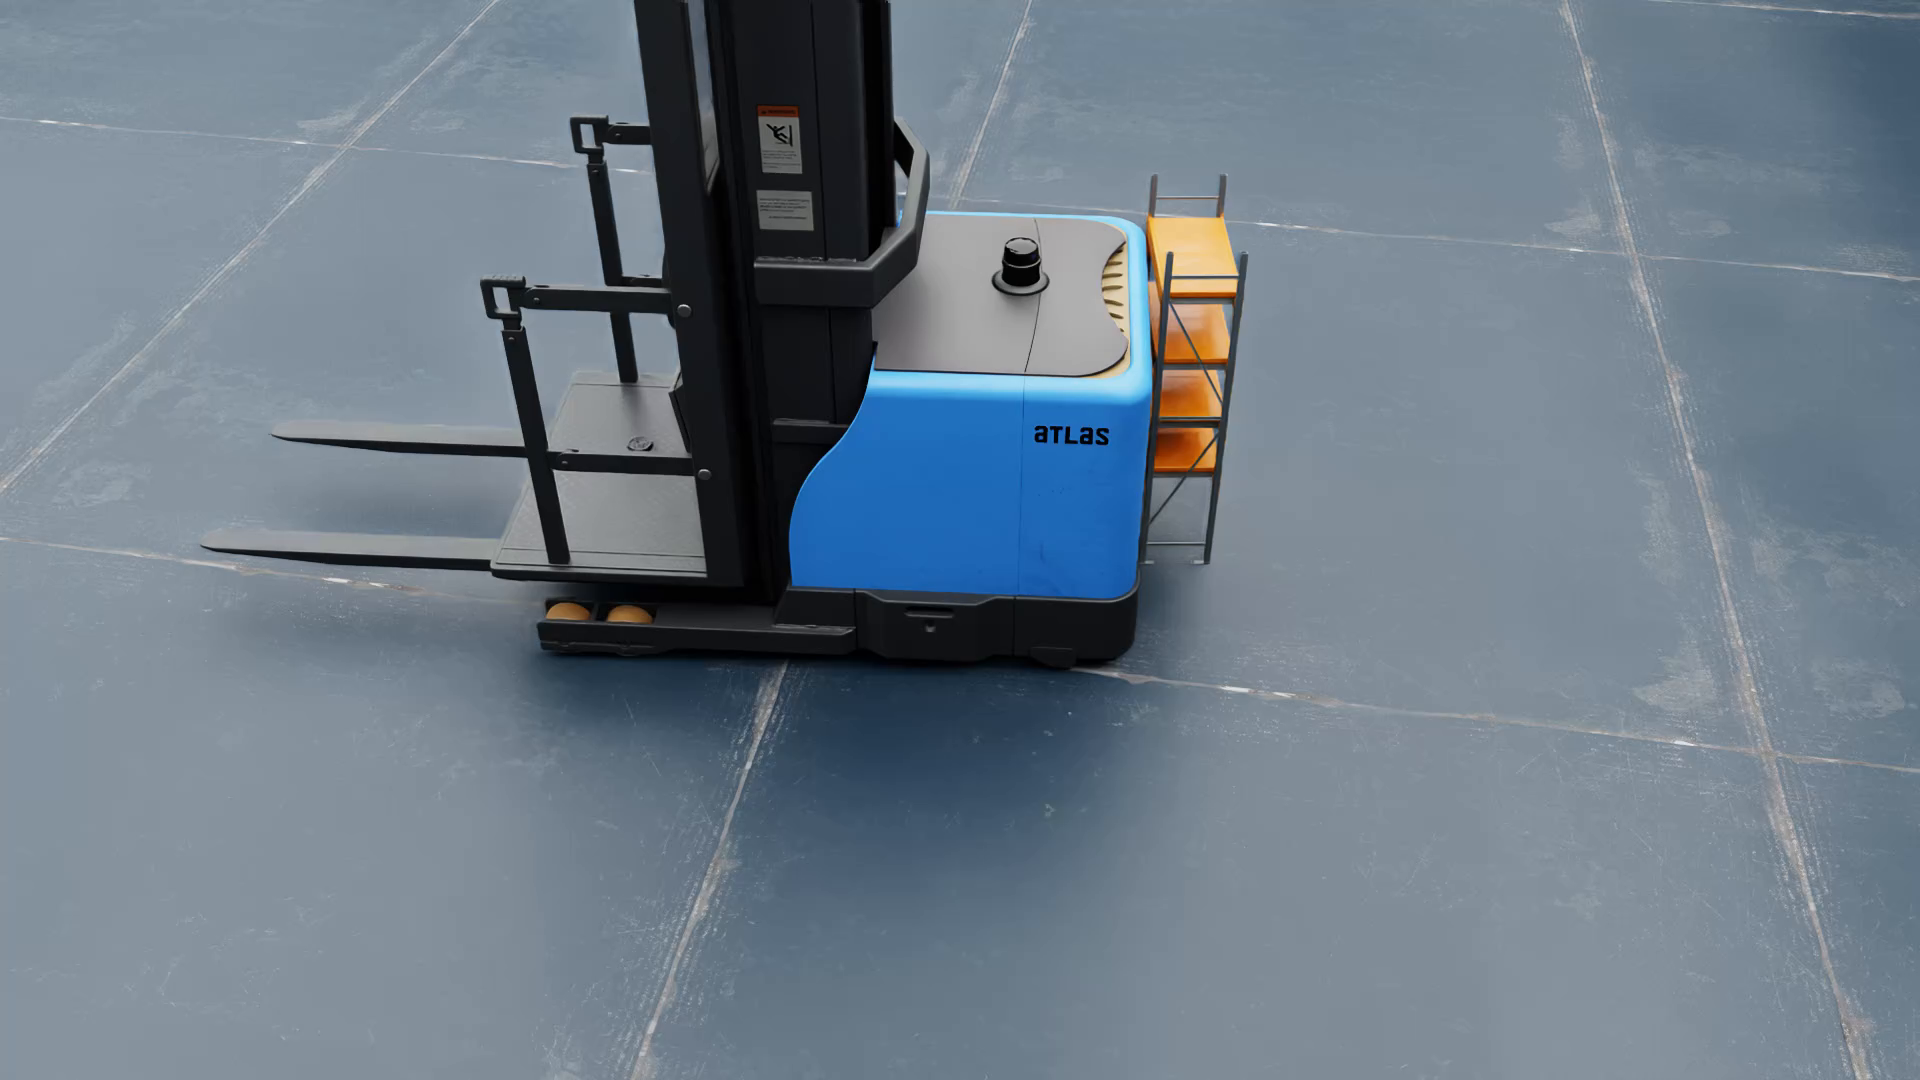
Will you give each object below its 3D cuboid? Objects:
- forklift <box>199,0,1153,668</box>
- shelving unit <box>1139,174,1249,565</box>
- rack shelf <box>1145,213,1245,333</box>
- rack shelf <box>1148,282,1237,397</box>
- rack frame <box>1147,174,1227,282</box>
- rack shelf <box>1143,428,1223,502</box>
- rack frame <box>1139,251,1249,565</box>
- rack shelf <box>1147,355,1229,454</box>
[{"bbox_3d":[-0.934,-1.092,4.771,3.031,2.935,1.130,2,40,3],"label":"forklift"},{"bbox_3d":[0.727,-0.538,5.460,0.258,1.200,0.503,0,40,0],"label":"shelving unit"},{"bbox_3d":[0.727,-0.841,5.209,0.258,0.148,0.480,0,40,0],"label":"rack shelf"},{"bbox_3d":[0.727,-0.659,5.360,0.258,0.148,0.480,0,40,0],"label":"rack shelf"},{"bbox_3d":[0.726,-0.694,5.648,0.240,1.200,0.015,0,40,0],"label":"rack frame"},{"bbox_3d":[0.727,-0.333,5.629,0.258,0.148,0.480,0,40,0],"label":"rack shelf"},{"bbox_3d":[0.728,-0.383,5.271,0.240,1.200,0.015,0,40,0],"label":"rack frame"},{"bbox_3d":[0.727,-0.487,5.502,0.258,0.148,0.480,0,40,0],"label":"rack shelf"}]
